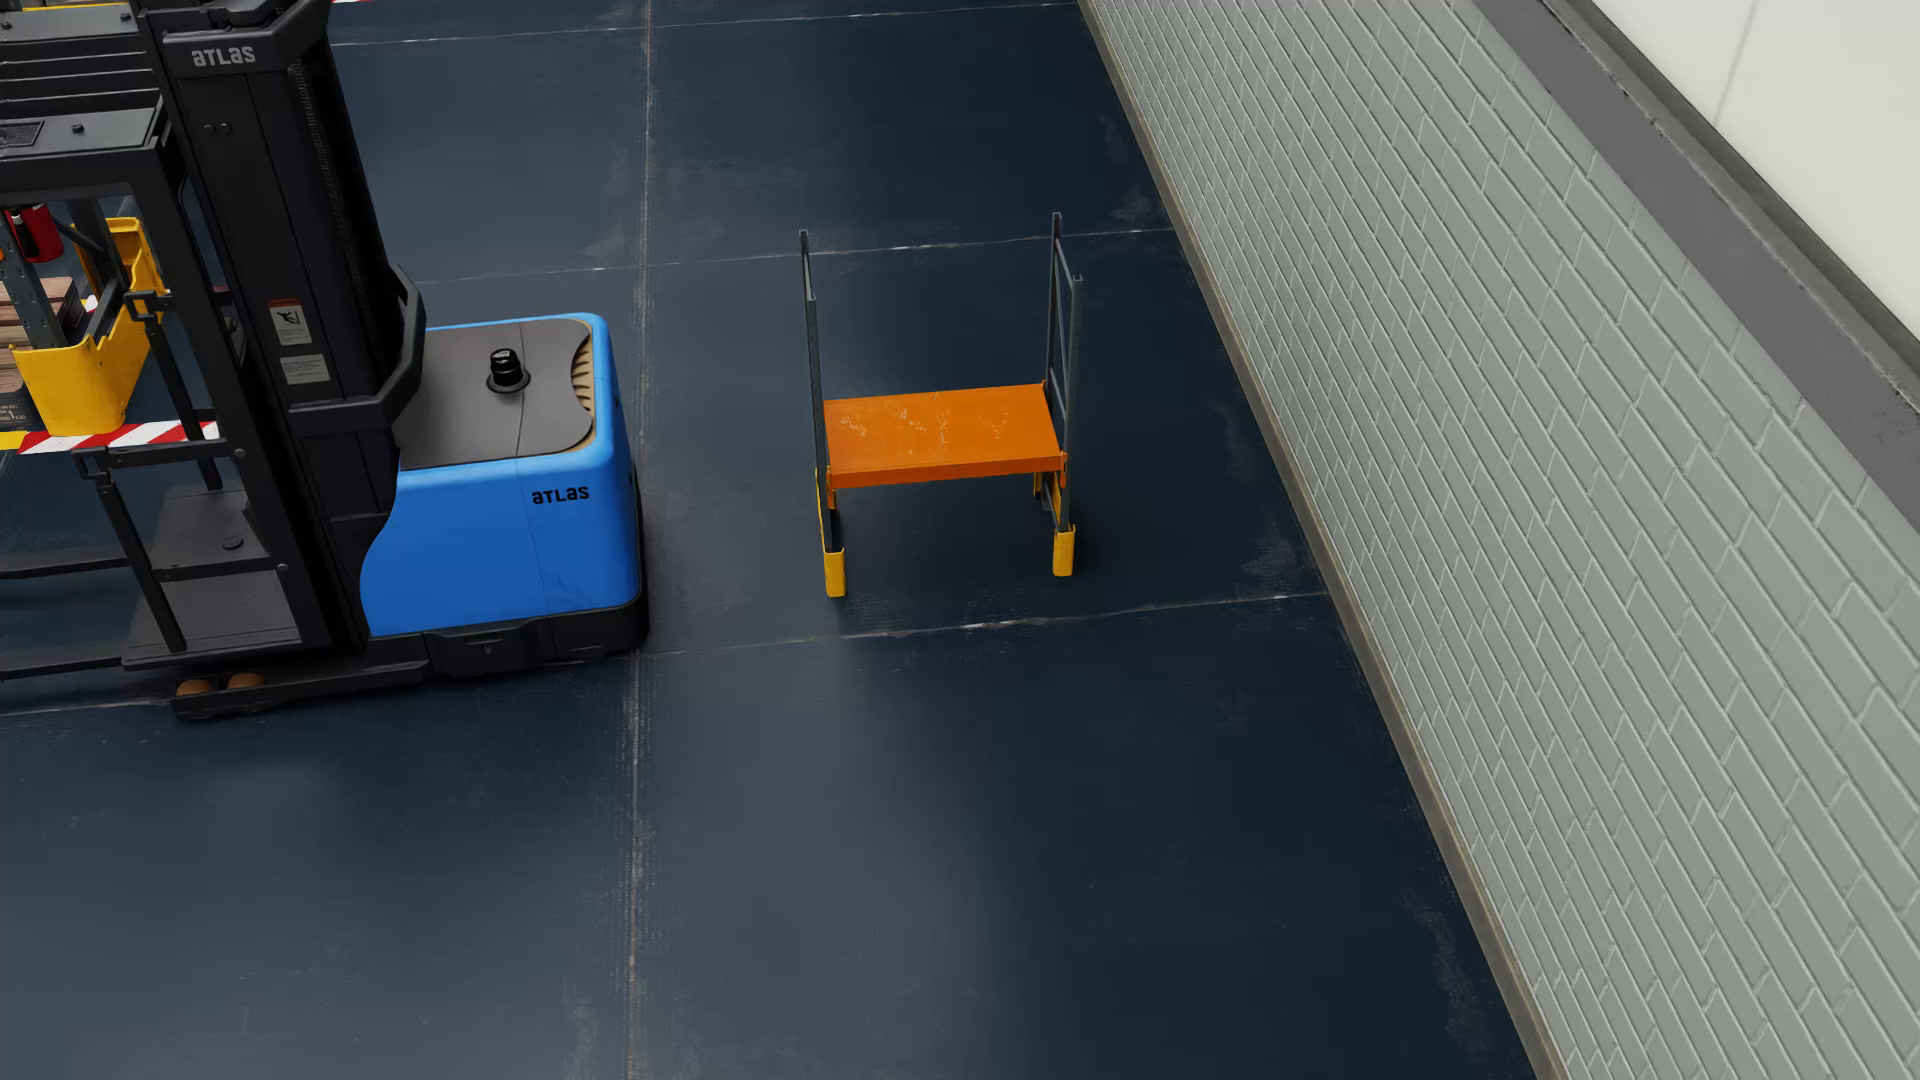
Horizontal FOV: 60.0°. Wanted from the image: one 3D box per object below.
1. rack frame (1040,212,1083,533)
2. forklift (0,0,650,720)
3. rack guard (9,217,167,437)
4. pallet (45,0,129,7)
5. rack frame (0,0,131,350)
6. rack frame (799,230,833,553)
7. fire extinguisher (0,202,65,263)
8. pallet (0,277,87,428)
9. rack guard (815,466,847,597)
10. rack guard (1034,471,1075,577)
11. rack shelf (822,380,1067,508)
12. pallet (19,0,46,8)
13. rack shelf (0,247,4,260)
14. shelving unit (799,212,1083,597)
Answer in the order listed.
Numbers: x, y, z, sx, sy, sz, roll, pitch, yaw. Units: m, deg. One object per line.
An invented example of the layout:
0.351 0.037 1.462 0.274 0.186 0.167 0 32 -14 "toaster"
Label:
0.419 -0.594 7.004 0.032 1.500 0.500 -5 42 -6 "rack frame"
-2.863 -0.755 6.114 3.031 2.935 1.130 -7 43 -8 "forklift"
-4.311 -1.079 8.288 0.348 0.500 1.175 -5 42 -6 "rack guard"
-5.837 -4.174 11.936 1.213 0.211 1.003 -5 42 -6 "pallet"
-4.333 -1.996 7.439 0.127 3.000 1.000 -5 42 -6 "rack frame"
-0.589 -0.505 6.906 0.032 1.500 0.500 -5 42 -6 "rack frame"
-4.124 -1.540 7.270 0.183 0.674 0.296 -5 42 -6 "fire extinguisher"
-5.156 -0.915 8.322 1.213 0.211 1.003 -5 42 -6 "pallet"
-0.569 -0.043 7.326 0.087 0.250 0.587 -5 42 -6 "rack guard"
0.418 -0.129 7.422 0.087 0.250 0.587 -5 42 -6 "rack guard"
-0.085 -0.416 7.075 1.000 0.185 0.538 -5 42 -6 "rack shelf"
-7.044 -4.071 11.821 1.213 0.211 1.003 -5 42 -6 "pallet"
-6.316 -1.556 7.487 4.000 0.370 1.077 -5 42 -6 "rack shelf"
-0.076 -0.550 6.955 1.083 1.500 0.587 -5 42 -6 "shelving unit"
